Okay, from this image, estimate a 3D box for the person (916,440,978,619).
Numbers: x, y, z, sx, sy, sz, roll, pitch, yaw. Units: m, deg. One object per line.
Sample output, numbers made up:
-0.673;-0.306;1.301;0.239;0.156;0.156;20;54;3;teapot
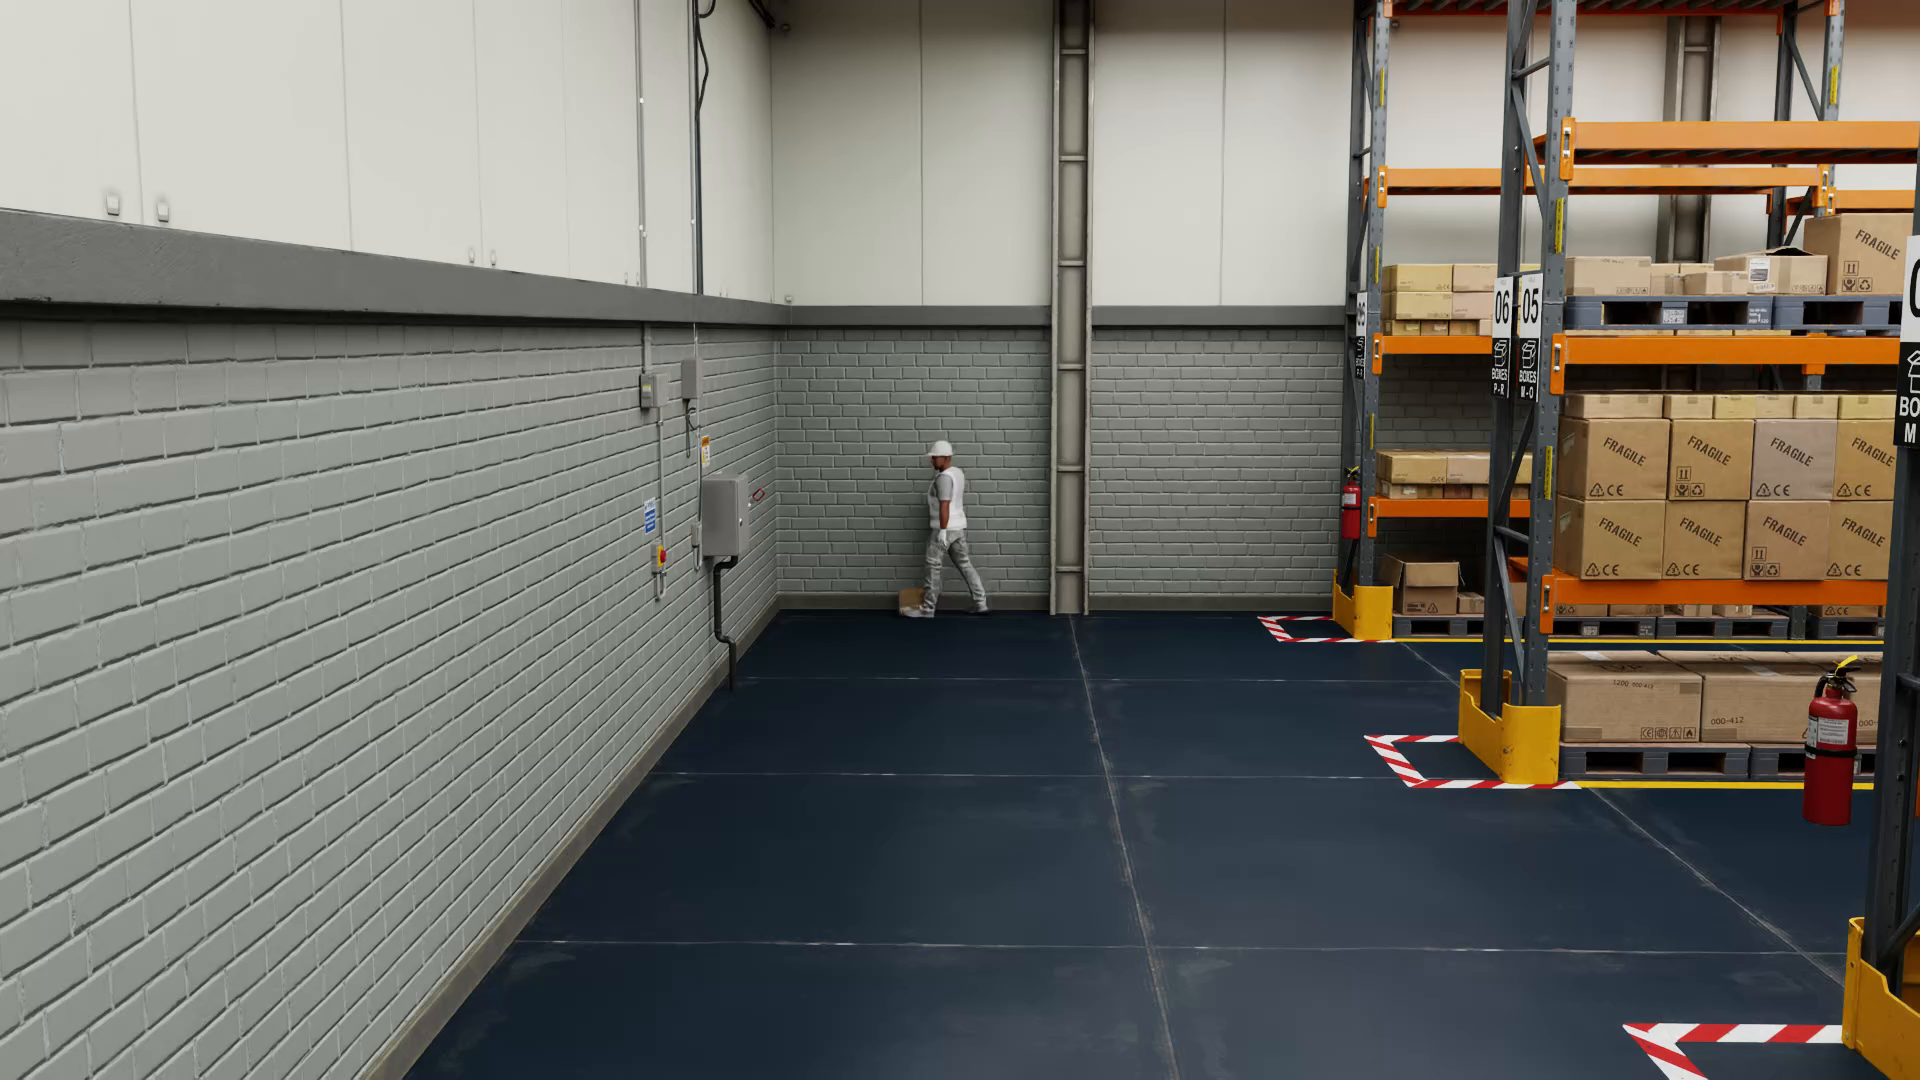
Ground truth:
-0.122;-0.099;16.601;0.534;1.797;0.593;3;8;20;person
